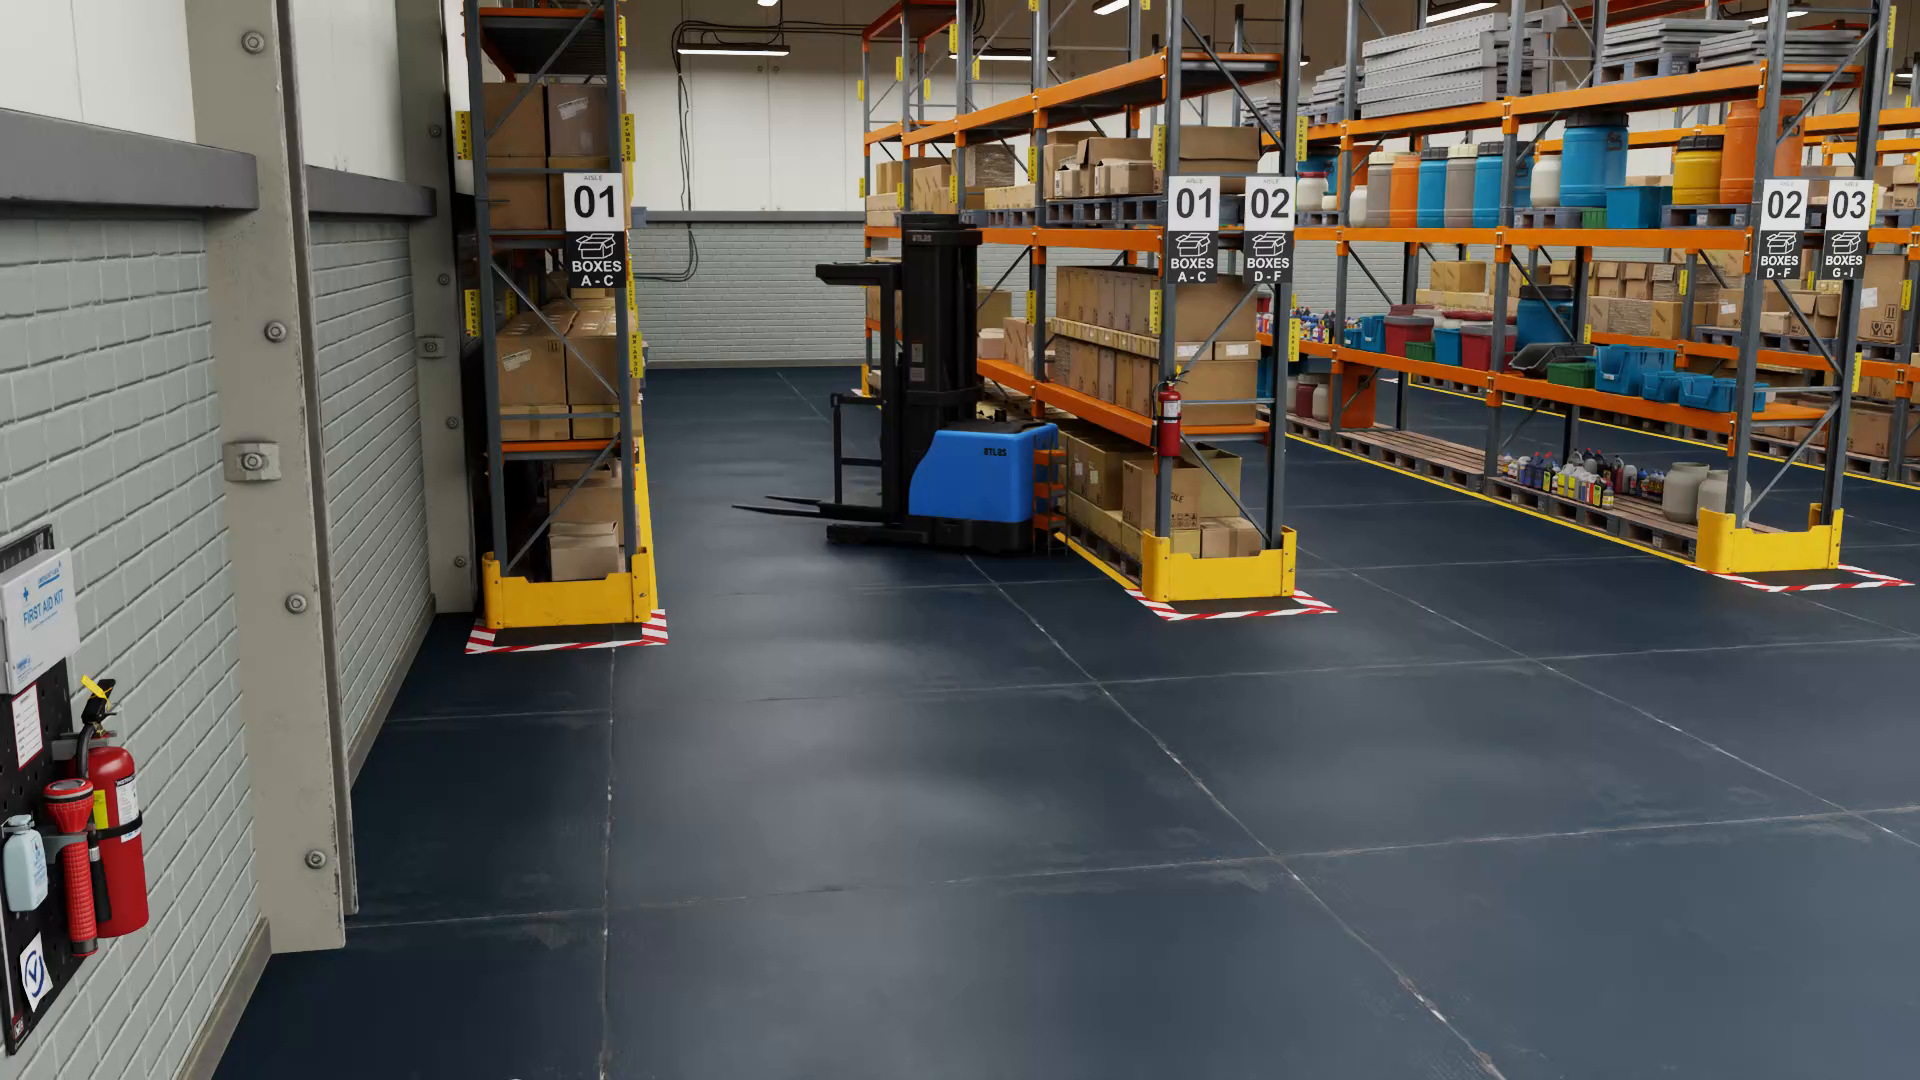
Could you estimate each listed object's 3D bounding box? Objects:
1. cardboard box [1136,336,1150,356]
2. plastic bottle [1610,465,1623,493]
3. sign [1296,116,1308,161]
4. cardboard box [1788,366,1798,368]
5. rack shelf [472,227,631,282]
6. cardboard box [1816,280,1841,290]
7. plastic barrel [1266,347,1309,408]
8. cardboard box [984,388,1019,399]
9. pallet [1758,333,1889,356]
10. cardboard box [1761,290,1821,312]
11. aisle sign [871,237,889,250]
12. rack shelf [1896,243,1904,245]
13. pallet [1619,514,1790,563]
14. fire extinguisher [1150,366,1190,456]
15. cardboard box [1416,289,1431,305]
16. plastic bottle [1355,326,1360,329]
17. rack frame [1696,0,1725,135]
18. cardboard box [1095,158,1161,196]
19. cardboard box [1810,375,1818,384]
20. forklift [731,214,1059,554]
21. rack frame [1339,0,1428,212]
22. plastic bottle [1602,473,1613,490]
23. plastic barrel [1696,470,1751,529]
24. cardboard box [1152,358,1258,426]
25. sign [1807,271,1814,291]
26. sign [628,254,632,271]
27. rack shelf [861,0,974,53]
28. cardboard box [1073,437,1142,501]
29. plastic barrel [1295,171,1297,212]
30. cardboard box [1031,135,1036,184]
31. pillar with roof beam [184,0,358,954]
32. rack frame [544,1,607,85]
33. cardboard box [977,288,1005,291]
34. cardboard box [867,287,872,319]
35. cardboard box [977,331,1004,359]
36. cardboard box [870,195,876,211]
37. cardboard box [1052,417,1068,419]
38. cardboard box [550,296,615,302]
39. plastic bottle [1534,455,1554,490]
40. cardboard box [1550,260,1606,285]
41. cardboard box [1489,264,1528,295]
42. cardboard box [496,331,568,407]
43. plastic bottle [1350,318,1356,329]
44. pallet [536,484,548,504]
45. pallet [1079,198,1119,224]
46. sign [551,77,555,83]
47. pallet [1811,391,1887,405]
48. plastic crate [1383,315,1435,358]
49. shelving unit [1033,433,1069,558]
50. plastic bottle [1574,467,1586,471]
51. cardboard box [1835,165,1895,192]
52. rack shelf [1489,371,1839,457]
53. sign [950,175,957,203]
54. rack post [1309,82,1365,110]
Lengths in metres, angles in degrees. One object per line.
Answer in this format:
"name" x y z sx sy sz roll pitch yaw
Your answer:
"cardboard box" 1.652 -1.580 13.528 0.380 0.149 0.250 -2 11 -12
"plastic bottle" 6.528 -0.613 16.538 0.061 0.283 0.133 -2 11 -11
"sign" 2.560 -3.015 12.498 0.100 0.325 0.005 -2 11 -11
"cardboard box" 13.959 -2.931 27.535 0.380 0.149 0.250 -2 11 -9
"rack shelf" -3.232 -2.361 13.531 1.077 0.370 4.000 -2 11 -11
"cardboard box" 13.909 -4.063 26.531 0.380 0.149 0.250 -2 11 -8
"plastic barrel" 4.767 -2.380 24.221 0.600 0.901 0.708 -2 11 -11
"cardboard box" 0.543 -1.700 21.665 0.500 0.500 0.500 -3 11 -13
"pallet" 10.602 -2.425 20.484 1.003 0.211 1.213 -2 11 -11
"cardboard box" 10.528 -2.940 21.285 0.700 0.500 0.500 0 11 -3
"aisle sign" -1.398 -5.268 27.952 0.394 0.787 0.004 -2 11 -11
"rack shelf" 18.731 -5.462 29.827 1.077 0.370 4.000 -2 11 -11
"pallet" 6.661 -0.025 14.819 1.003 0.211 1.213 -2 11 -11
"fire extinguisher" 1.582 -0.978 12.572 0.296 0.674 0.183 -2 11 -11
"cardboard box" 8.449 -4.323 29.546 0.500 0.250 0.500 -2 11 -13
"plastic bottle" 5.343 -2.772 22.320 0.097 0.201 0.097 0 11 0
"rack frame" 10.177 -5.828 21.804 1.000 3.000 0.127 -2 11 -11
"cardboard box" 1.424 -3.063 14.038 0.500 0.311 0.500 -1 11 -4
"cardboard box" 14.476 -2.710 27.966 0.380 0.149 0.250 -2 11 -9
"forklift" -0.657 -1.482 15.199 3.031 2.935 1.130 5 12 24
"rack frame" 5.318 -5.648 20.858 1.000 3.000 0.127 -2 11 -11
"plastic bottle" 6.169 -0.488 15.878 0.061 0.283 0.133 -2 11 -11
"plastic barrel" 6.671 -0.336 14.523 0.421 0.512 0.421 0 11 0
"cardboard box" 1.937 -1.190 13.210 0.700 0.500 0.500 -2 11 -11
"sign" 13.753 -4.181 26.878 0.100 0.325 0.005 -2 11 -11
"sign" -5.420 -4.510 27.195 0.100 0.325 0.005 -2 11 -11
"rack shelf" -0.708 -7.848 25.453 1.077 0.370 4.000 -2 11 -11
"cardboard box" 1.314 -0.640 14.818 0.500 0.500 0.500 -2 11 -11
"plastic barrel" 4.917 -5.047 24.095 0.600 0.588 0.600 0 11 0
"cardboard box" 1.022 -3.981 17.392 0.500 0.500 0.500 -1 11 -6
"pillar with roof beam" 1.562 -2.974 6.807 9.100 9.000 0.400 -2 11 -11
"rack frame" -5.177 -6.022 22.820 1.000 3.000 0.127 -2 11 -11
"cardboard box" 0.235 -3.063 21.931 0.700 0.500 0.500 0 11 0
"cardboard box" -1.269 -3.947 27.698 0.500 0.500 0.500 -2 11 -10
"cardboard box" 0.443 -2.307 19.586 0.500 0.311 0.500 -2 11 -12
"cardboard box" -1.162 -5.439 26.844 0.500 0.250 0.500 -2 11 -11
"cardboard box" 1.207 -1.191 18.215 0.500 0.311 0.500 -2 11 -13
"cardboard box" -4.298 -2.520 19.025 0.700 0.500 0.500 -3 11 -18
"plastic bottle" 5.883 -0.685 16.732 0.144 0.351 0.185 -3 11 -13
"cardboard box" 9.531 -4.040 25.503 0.797 0.503 0.637 -2 11 -12
"cardboard box" 8.954 -4.222 27.011 0.500 0.500 0.500 -2 11 -10
"cardboard box" -3.144 -1.257 12.173 0.500 0.500 0.500 -2 11 -12
"plastic bottle" 5.395 -2.903 22.824 0.097 0.271 0.097 0 11 0
"pallet" -3.774 -0.380 16.682 1.003 0.211 1.213 -2 11 -11
"pallet" 1.662 -2.839 14.360 1.003 0.211 1.213 -2 11 -11
"sign" -6.501 -7.273 26.472 0.100 0.325 0.005 -2 11 -11
"pallet" 14.437 -2.264 26.581 1.003 0.211 1.213 -2 11 -11
"plastic crate" 5.333 -2.425 19.797 0.402 0.464 0.583 -2 11 -11
"shelving unit" 0.790 -0.390 14.490 0.215 1.050 0.252 -6 13 -30
"plastic bottle" 6.106 -0.580 16.382 0.152 0.276 0.135 -2 11 -11
"cardboard box" 10.776 -4.141 19.561 0.797 0.503 0.637 -2 11 -9
"rack shelf" 6.485 -1.247 15.705 1.077 0.370 4.000 -2 11 -11
"sign" -0.074 -4.230 20.046 0.100 0.325 0.005 -2 11 -11
"rack post" 5.137 -5.742 21.555 0.954 0.300 0.937 -2 11 -11
